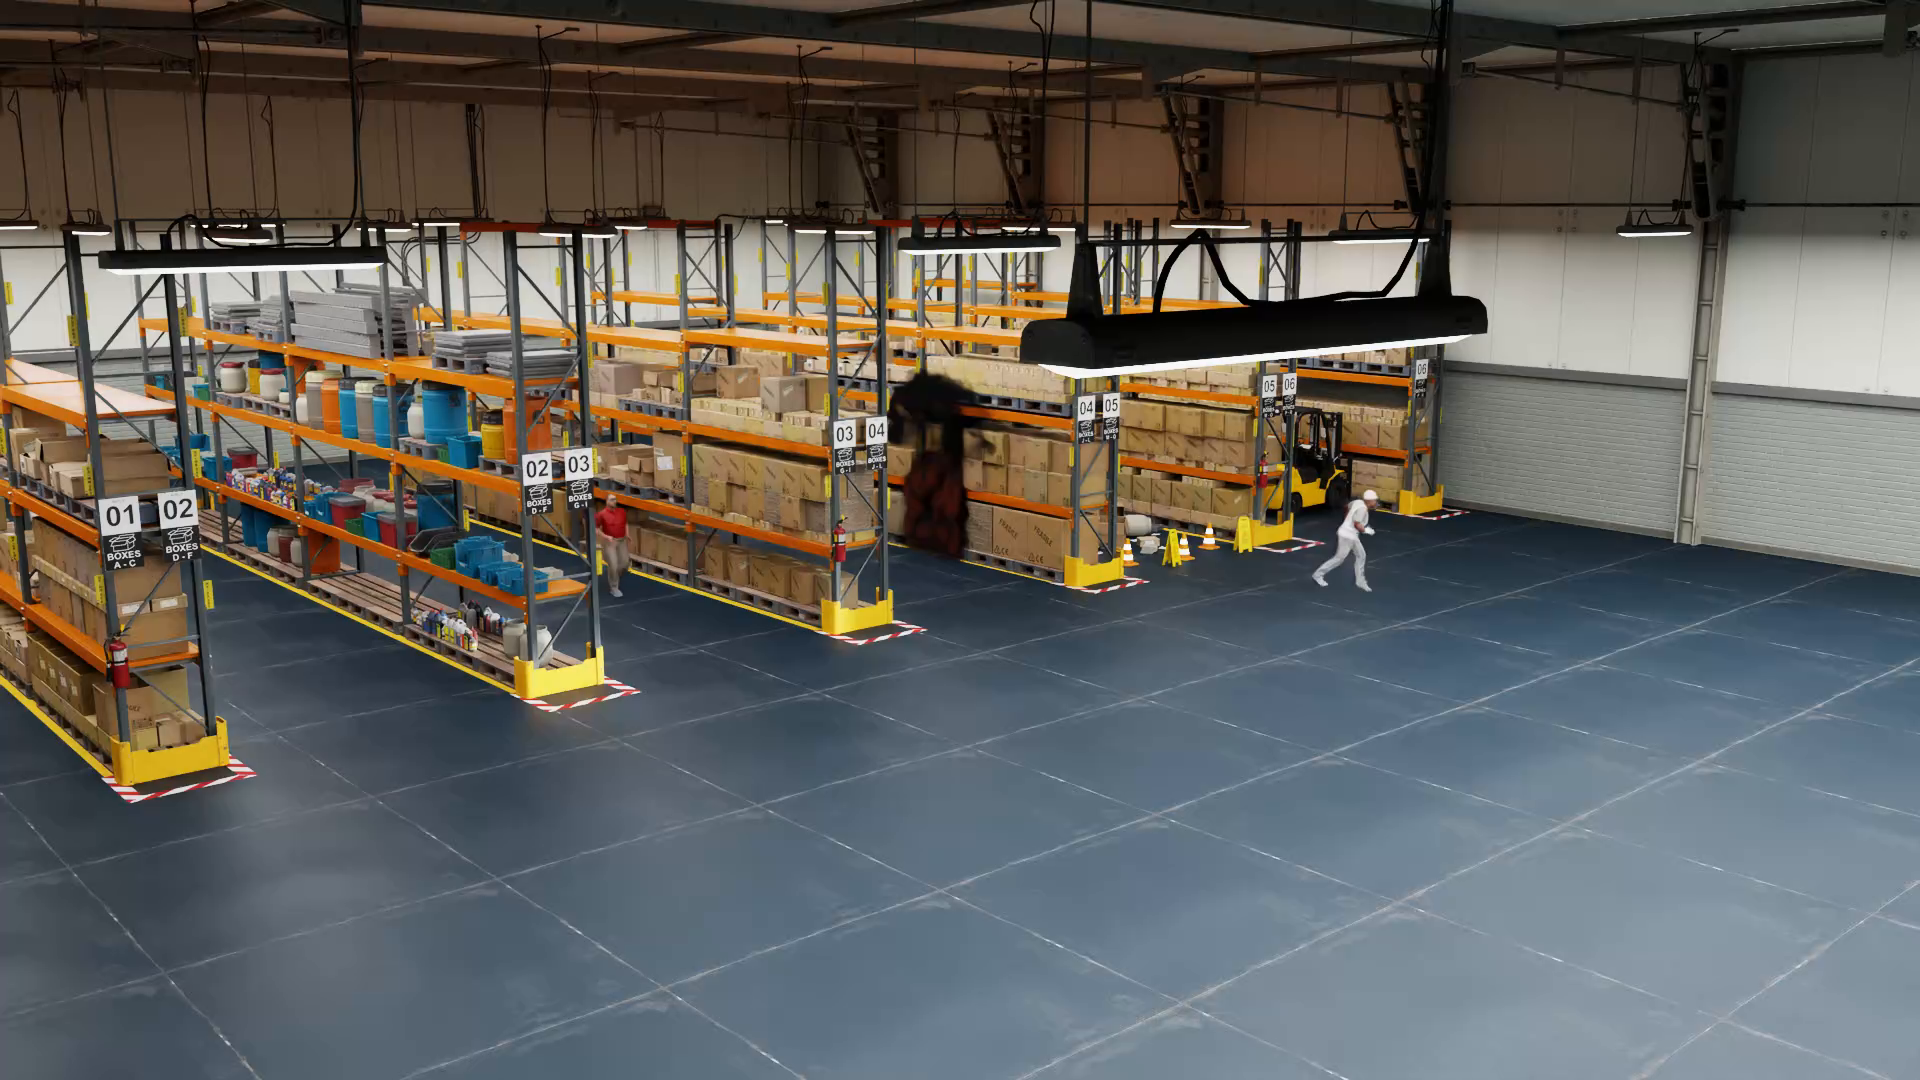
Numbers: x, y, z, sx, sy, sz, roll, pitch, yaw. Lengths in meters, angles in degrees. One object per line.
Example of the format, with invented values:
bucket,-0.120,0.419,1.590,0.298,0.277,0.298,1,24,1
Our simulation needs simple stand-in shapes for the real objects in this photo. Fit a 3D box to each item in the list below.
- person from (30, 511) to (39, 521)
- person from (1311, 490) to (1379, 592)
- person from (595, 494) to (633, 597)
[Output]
person,-16.883,-0.596,30.445,0.678,1.745,0.698,9,14,36
person,6.393,0.019,27.605,1.054,1.730,0.726,1,11,5
person,-5.693,0.073,27.313,0.665,1.688,0.559,-9,15,-38
